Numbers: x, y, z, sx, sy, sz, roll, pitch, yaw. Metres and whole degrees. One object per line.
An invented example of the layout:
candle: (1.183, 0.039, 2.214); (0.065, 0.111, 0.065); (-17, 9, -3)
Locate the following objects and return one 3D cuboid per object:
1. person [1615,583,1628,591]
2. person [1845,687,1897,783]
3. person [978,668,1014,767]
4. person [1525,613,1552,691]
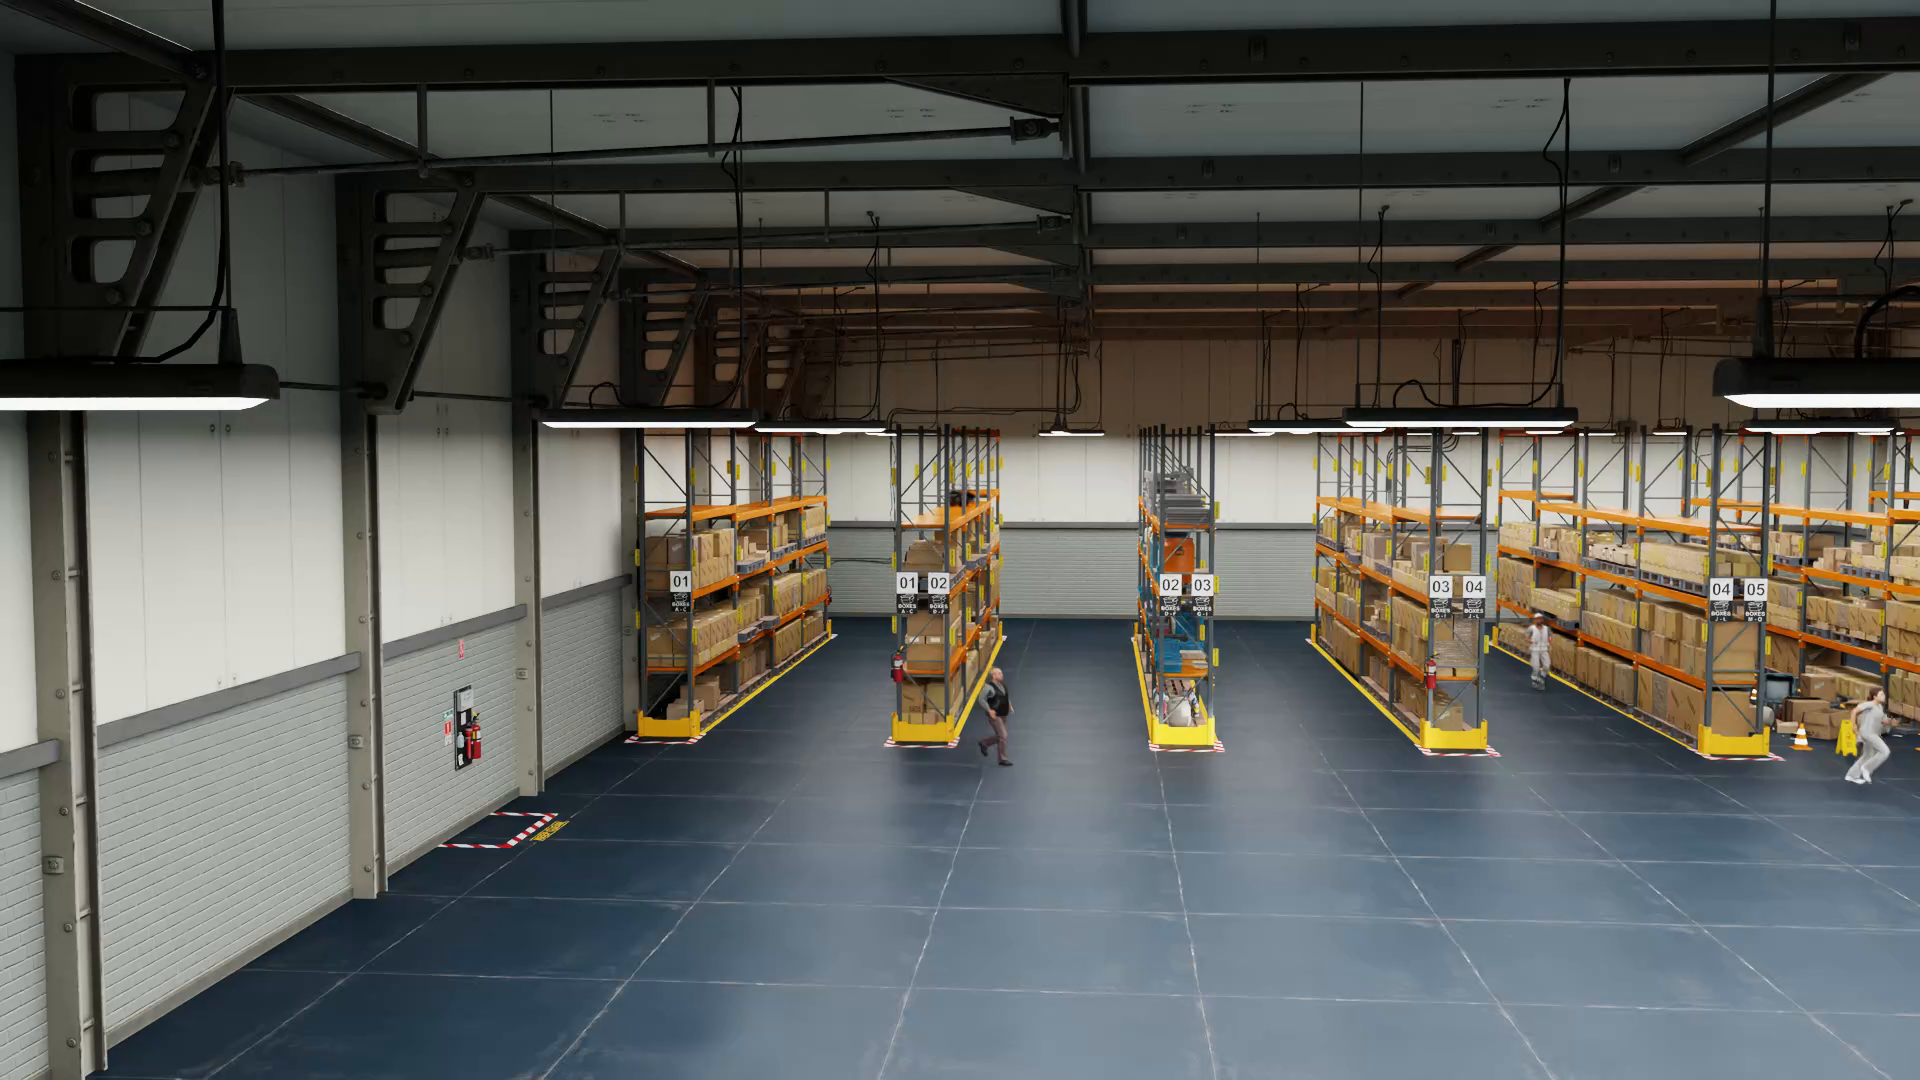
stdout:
person: (18.855, 1.961, 47.246); (0.853, 1.822, 0.649); (1, 4, 10)
person: (14.988, 3.226, 27.344); (0.598, 1.616, 0.742); (-3, 5, -40)
person: (0.612, 3.094, 29.235); (0.816, 1.696, 0.686); (3, 4, 37)
person: (13.136, 2.544, 37.638); (0.636, 1.772, 0.626); (0, 3, 4)
